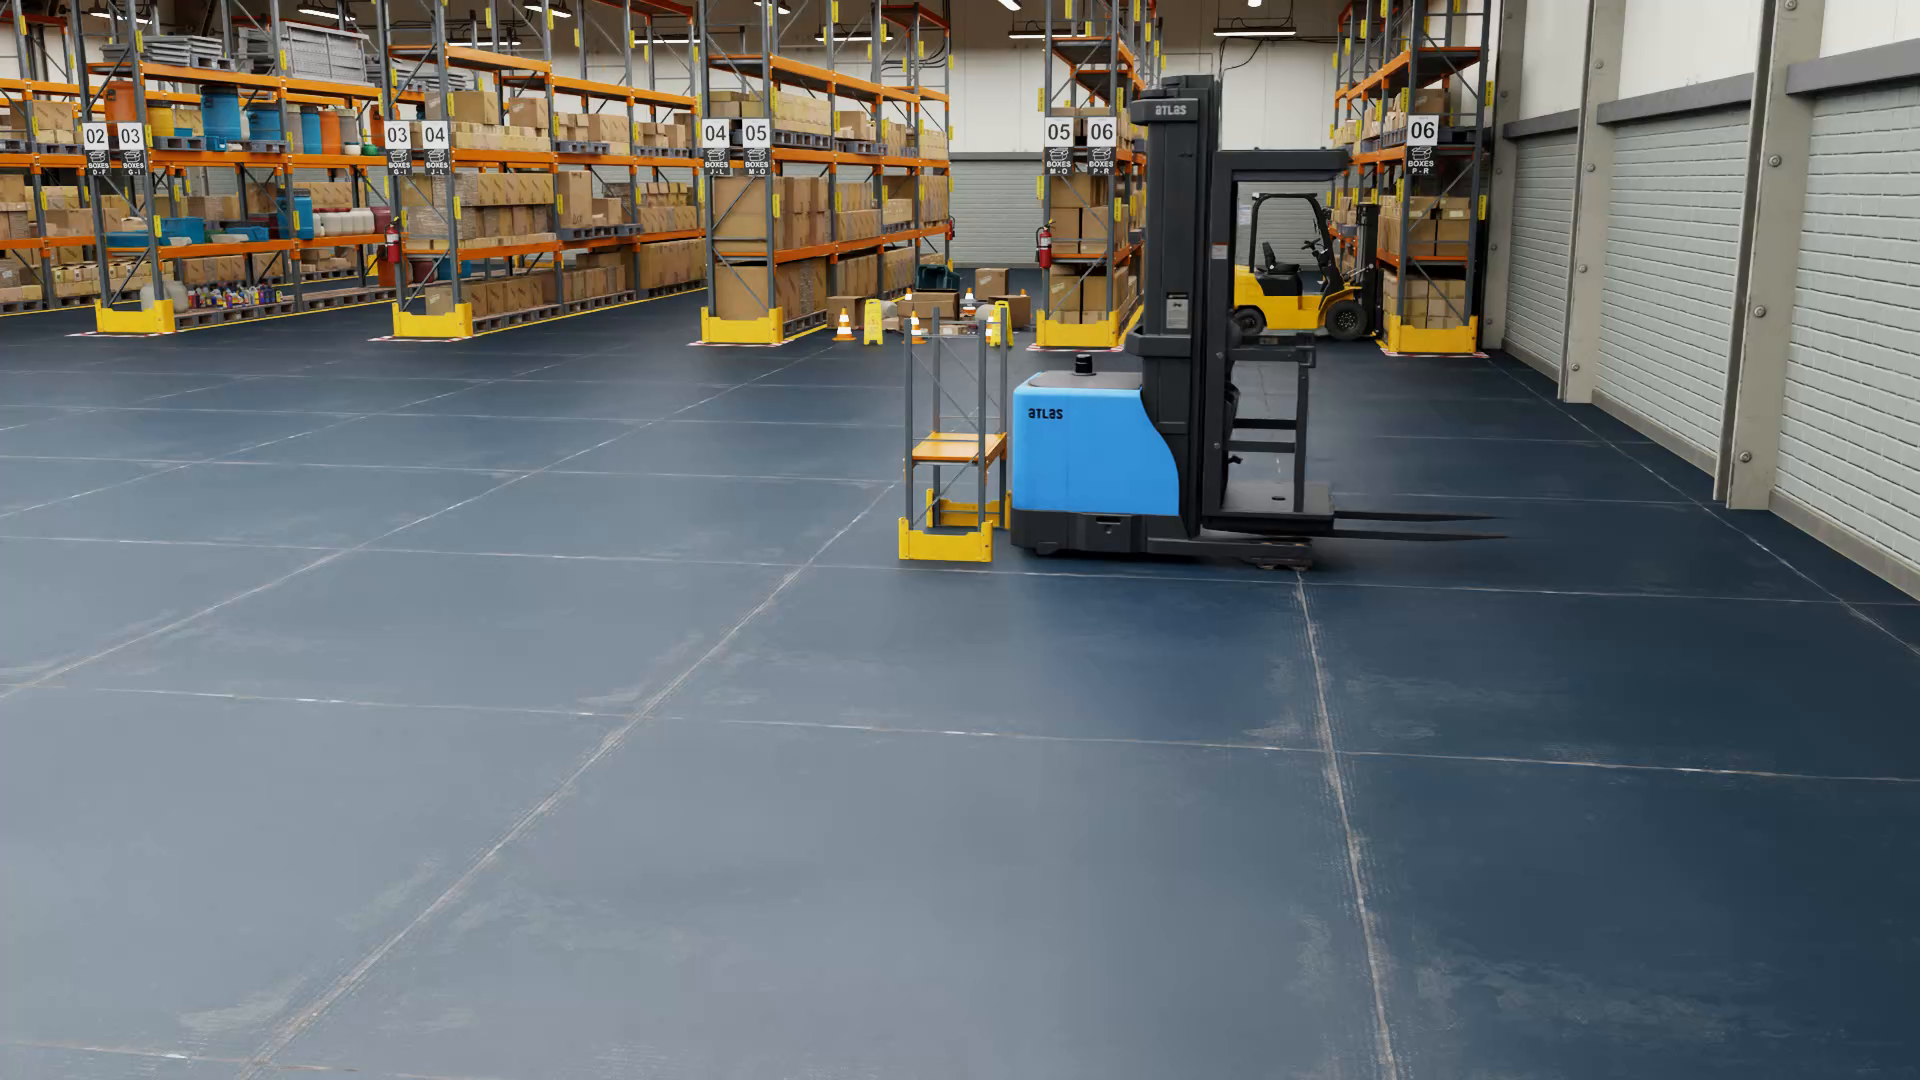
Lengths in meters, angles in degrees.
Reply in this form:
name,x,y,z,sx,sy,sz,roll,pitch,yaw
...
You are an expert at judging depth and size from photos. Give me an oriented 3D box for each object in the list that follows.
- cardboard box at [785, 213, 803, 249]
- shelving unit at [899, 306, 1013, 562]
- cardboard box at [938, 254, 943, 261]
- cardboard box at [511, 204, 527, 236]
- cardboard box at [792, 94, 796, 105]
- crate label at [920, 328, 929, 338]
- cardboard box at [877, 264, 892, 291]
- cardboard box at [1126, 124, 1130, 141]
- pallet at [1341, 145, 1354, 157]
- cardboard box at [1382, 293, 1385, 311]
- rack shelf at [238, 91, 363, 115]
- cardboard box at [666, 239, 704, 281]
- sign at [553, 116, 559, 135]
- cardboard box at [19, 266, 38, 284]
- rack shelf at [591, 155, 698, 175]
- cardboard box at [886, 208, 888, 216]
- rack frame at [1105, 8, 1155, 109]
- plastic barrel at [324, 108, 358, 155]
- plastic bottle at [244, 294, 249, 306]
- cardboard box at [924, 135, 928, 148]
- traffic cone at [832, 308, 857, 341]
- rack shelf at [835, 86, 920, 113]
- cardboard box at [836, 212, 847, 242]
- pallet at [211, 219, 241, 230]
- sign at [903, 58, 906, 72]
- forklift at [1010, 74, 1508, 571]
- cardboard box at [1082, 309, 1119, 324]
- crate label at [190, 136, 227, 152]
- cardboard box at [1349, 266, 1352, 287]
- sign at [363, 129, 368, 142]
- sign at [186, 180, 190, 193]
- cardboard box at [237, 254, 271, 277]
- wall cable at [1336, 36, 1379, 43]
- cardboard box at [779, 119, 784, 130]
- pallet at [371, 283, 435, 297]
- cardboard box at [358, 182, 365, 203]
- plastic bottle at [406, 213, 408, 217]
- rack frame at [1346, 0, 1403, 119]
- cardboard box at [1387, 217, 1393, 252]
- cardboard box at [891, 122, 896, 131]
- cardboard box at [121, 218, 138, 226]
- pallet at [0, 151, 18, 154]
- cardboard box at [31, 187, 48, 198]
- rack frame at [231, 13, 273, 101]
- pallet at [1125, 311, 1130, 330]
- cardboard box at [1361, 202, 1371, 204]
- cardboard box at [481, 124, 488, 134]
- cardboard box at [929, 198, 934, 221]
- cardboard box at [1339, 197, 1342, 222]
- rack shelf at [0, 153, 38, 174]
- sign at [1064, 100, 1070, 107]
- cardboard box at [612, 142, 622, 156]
name,x,y,z,sx,sy,sz,roll,pitch,yaw
cardboard box,-2.932,-4.790,25.745,0.875,0.550,0.550,2,12,9
shelving unit,-0.012,-0.717,10.762,0.587,1.500,1.083,2,12,9
cardboard box,-0.598,-6.617,38.934,0.380,0.149,0.250,2,12,7
cardboard box,-7.707,-5.317,27.603,0.875,0.500,0.500,2,12,9
cardboard box,-2.695,-6.669,25.167,0.380,0.149,0.250,2,12,8
crate label,-0.609,-3.134,25.210,0.250,0.136,0.298,-5,13,-21
cardboard box,-1.627,-5.198,32.930,0.500,0.500,0.500,1,12,6
cardboard box,2.426,-6.436,26.269,0.500,0.250,0.500,2,12,8
pallet,8.114,-7.634,32.623,1.213,0.211,1.003,2,12,9
cardboard box,6.507,-3.540,24.644,0.500,0.250,0.500,2,12,7
rack shelf,-15.738,-10.408,39.642,1.077,0.370,4.000,2,12,9
cardboard box,-6.336,-6.123,36.332,1.225,0.875,0.875,2,12,9
sign,-6.951,-7.128,28.601,0.100,0.325,0.005,2,12,9
cardboard box,-17.497,-4.976,31.159,0.500,0.311,0.500,2,12,9
rack shelf,-6.565,-7.789,34.601,1.077,0.370,4.000,2,12,9
cardboard box,-1.637,-6.510,32.974,0.380,0.149,0.250,1,12,7
rack frame,3.535,-9.702,34.651,1.000,3.000,0.127,2,12,9
plastic barrel,-12.108,-7.966,32.525,0.600,0.901,0.600,0,12,0
plastic bottle,-12.295,-4.123,28.602,0.097,0.201,0.097,0,12,0
cardboard box,-0.980,-8.742,36.487,0.500,0.250,0.500,2,12,8
traffic cone,-1.733,-3.235,24.905,0.336,0.463,0.334,2,12,9
rack shelf,-1.680,-8.878,33.484,1.077,0.370,4.000,2,12,9
cardboard box,-2.256,-5.393,28.659,0.500,0.500,0.500,2,12,9
pallet,-16.366,-6.890,36.302,1.003,0.211,1.213,2,12,9
sign,-1.293,-11.187,39.136,0.100,0.325,0.005,2,12,9
forklift,1.888,-1.366,10.376,3.031,2.935,1.130,2,12,11
cardboard box,2.086,-3.291,24.675,0.500,0.250,0.500,2,12,8
crate label,-12.383,-6.525,27.385,0.502,0.251,0.408,2,12,9
cardboard box,7.842,-5.068,32.325,0.500,0.500,0.500,2,12,11
sign,-14.885,-10.122,41.618,0.100,0.325,0.005,2,12,9
sign,-19.792,-9.066,42.629,0.100,0.325,0.005,2,12,9
cardboard box,-15.922,-6.190,37.487,0.500,0.500,0.500,2,12,9
wall cable,11.188,-14.227,42.446,2.988,3.039,0.133,2,12,9
cardboard box,-2.810,-6.122,24.524,0.380,0.149,0.250,2,12,9
pallet,-11.687,-5.220,34.716,1.003,0.211,1.213,2,12,9
cardboard box,-15.227,-8.681,41.543,0.500,0.500,0.500,2,12,8
plastic bottle,-11.836,-6.828,35.673,0.144,0.351,0.185,2,12,9
rack frame,8.440,-9.542,33.909,1.000,3.000,0.127,2,12,9
cardboard box,6.578,-4.485,24.449,0.500,0.500,0.500,2,12,8
cardboard box,-1.739,-8.313,34.086,0.797,0.503,0.637,2,12,8
cardboard box,-16.990,-6.356,33.577,0.500,0.311,0.500,2,12,8
pallet,-21.340,-8.482,36.558,1.003,0.211,1.213,2,12,11
cardboard box,-20.926,-7.825,37.410,0.500,0.250,0.500,2,12,10
rack frame,-16.045,-10.345,37.634,1.000,3.000,0.127,2,12,9
pallet,2.236,-3.600,27.196,1.003,0.211,1.213,2,12,9
cardboard box,7.445,-6.030,30.076,0.380,0.149,0.250,2,12,10
cardboard box,-7.626,-6.442,26.056,0.380,0.149,0.250,2,12,9
cardboard box,-0.865,-7.405,37.289,0.500,0.500,0.500,2,12,7
cardboard box,8.144,-6.770,34.052,0.700,0.500,0.500,2,12,10
rack shelf,-17.583,-6.445,28.367,1.077,0.370,4.000,2,12,9
sign,1.755,-7.033,27.224,0.100,0.325,0.005,2,12,9
cardboard box,-6.767,-7.440,31.632,0.500,0.250,0.500,2,12,8
